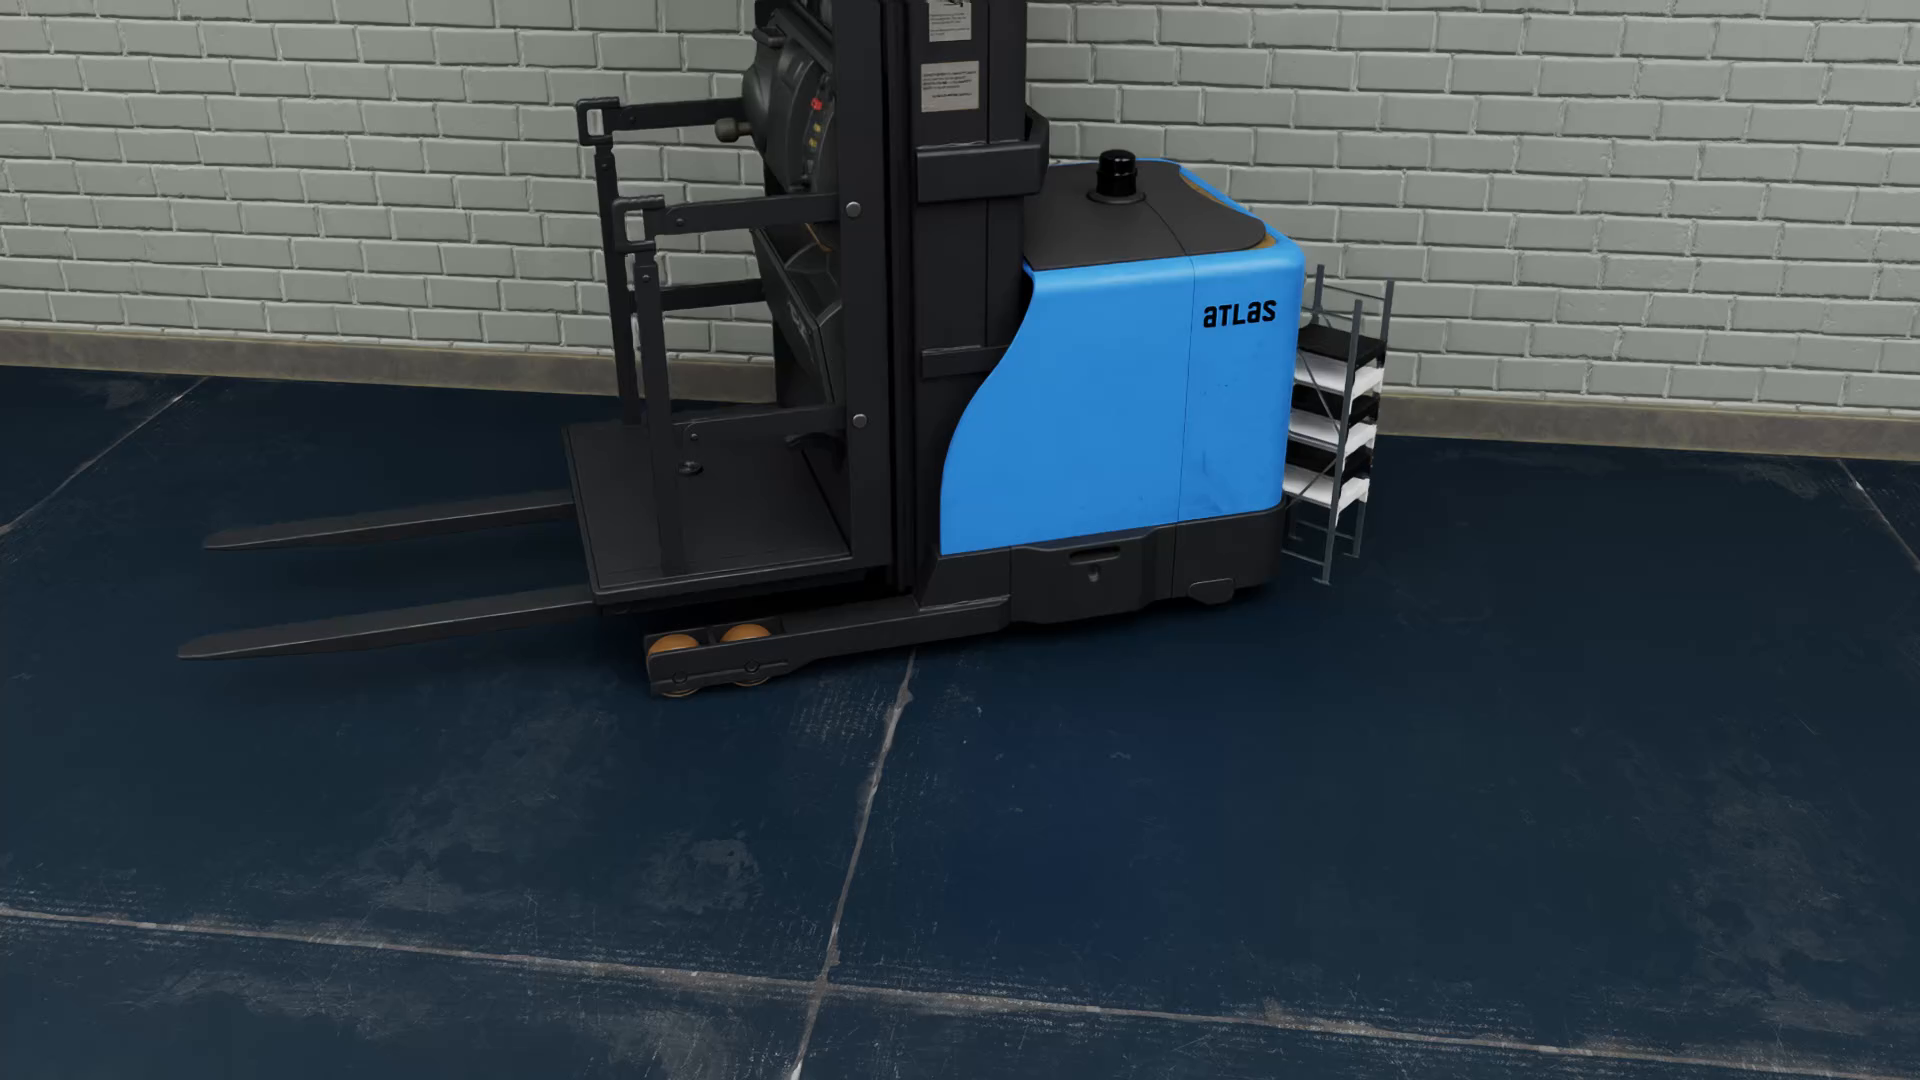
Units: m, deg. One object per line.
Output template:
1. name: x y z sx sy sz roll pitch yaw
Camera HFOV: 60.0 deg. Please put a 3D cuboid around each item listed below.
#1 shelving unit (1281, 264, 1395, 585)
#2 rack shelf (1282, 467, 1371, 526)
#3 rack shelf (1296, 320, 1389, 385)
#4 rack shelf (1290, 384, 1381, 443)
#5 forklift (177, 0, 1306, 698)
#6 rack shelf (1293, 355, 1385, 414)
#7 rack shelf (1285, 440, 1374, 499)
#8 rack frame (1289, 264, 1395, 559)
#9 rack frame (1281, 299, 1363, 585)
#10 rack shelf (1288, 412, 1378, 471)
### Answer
1. shelving unit: 1.076 -0.336 4.924 0.258 0.900 0.210 20 34 33
2. rack shelf: 1.076 -0.148 5.026 0.258 0.077 0.200 20 34 33
3. rack shelf: 1.076 -0.544 4.812 0.258 0.077 0.200 20 34 33
4. rack shelf: 1.076 -0.386 4.897 0.258 0.077 0.200 20 34 33
5. forklift: -0.629 -1.147 4.289 3.031 2.935 1.130 -8 29 -14
6. rack shelf: 1.076 -0.465 4.855 0.258 0.077 0.200 20 34 33
7. rack shelf: 1.076 -0.227 4.983 0.258 0.077 0.200 20 34 33
8. rack frame: 1.138 -0.374 4.995 0.240 0.900 0.006 20 34 33
9. rack frame: 1.013 -0.298 4.854 0.240 0.900 0.006 20 34 33
10. rack shelf: 1.076 -0.306 4.940 0.258 0.077 0.200 20 34 33
